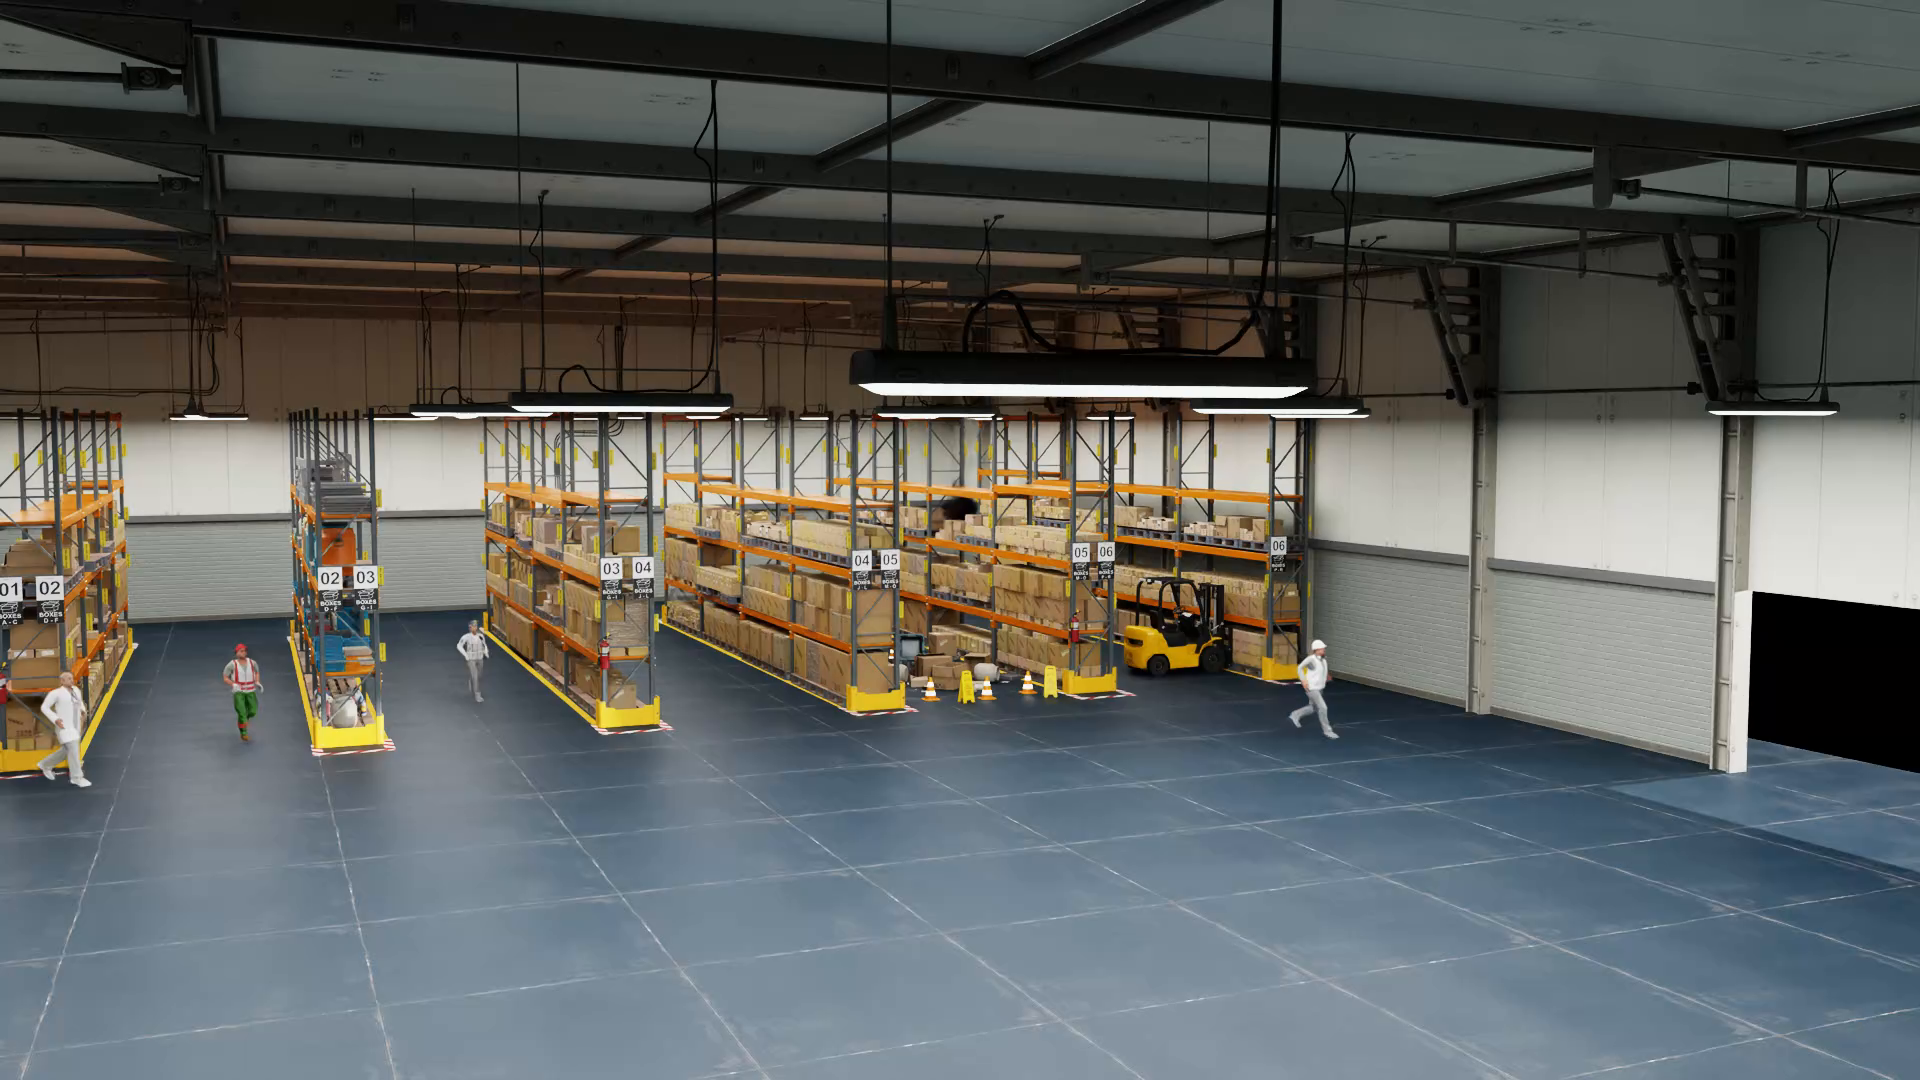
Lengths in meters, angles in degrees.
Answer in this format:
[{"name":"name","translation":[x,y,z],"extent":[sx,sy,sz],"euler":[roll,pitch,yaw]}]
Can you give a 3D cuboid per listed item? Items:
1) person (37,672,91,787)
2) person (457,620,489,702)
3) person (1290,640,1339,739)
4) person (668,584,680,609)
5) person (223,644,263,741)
[{"name":"person","translation":[-14.140,2.971,26.297],"extent":[0.977,1.792,0.724],"euler":[1,4,11]},{"name":"person","translation":[-10.095,2.487,34.498],"extent":[0.618,1.684,0.762],"euler":[-3,5,-39]},{"name":"person","translation":[6.476,2.708,30.439],"extent":[1.010,1.774,0.678],"euler":[4,5,41]},{"name":"person","translation":[-8.466,1.406,49.348],"extent":[0.930,1.729,0.738],"euler":[1,4,12]},{"name":"person","translation":[-12.984,2.750,30.106],"extent":[0.650,1.741,0.600],"euler":[-3,5,-41]}]
